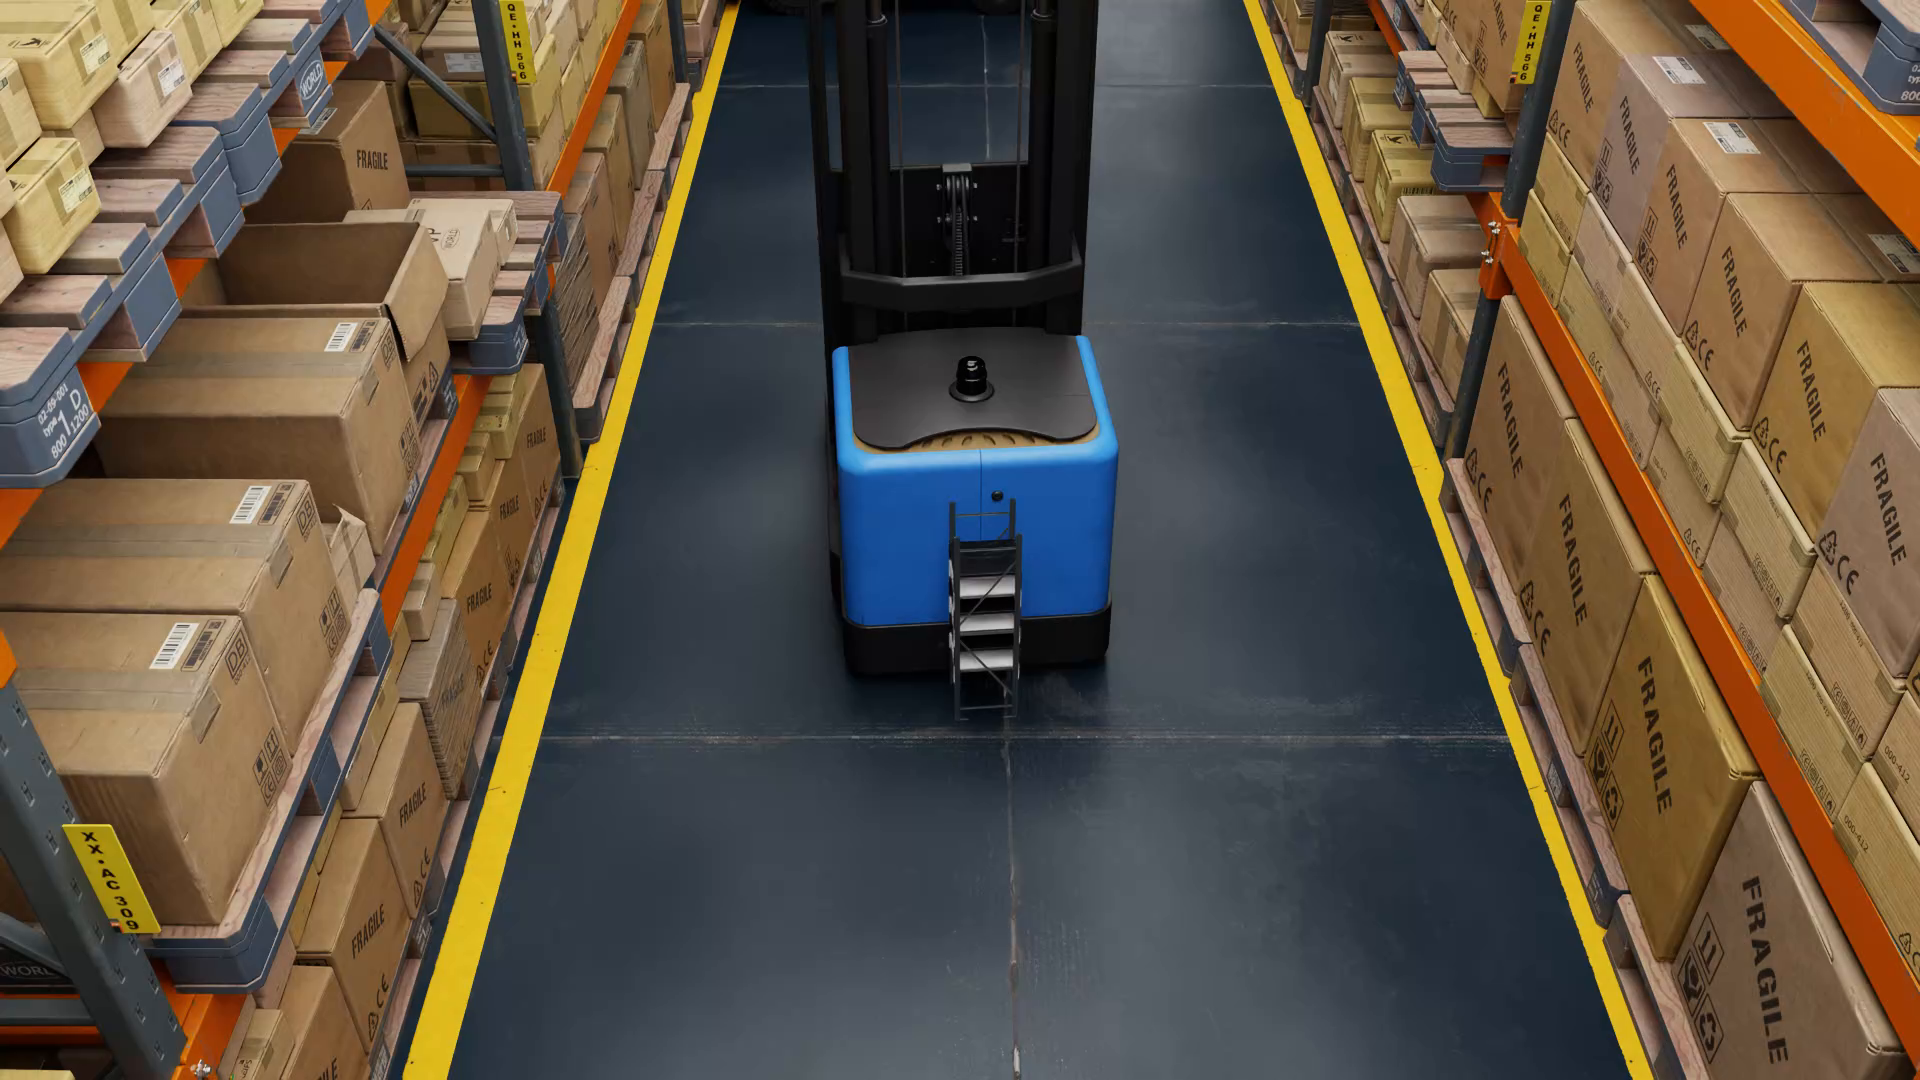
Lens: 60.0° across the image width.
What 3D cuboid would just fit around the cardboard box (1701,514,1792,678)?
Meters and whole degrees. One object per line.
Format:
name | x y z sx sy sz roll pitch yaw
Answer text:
cardboard box | 2.497 0.159 4.772 0.500 0.250 0.500 -1 39 -1

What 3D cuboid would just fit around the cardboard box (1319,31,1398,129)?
cardboard box | 2.725 -2.798 10.108 0.950 0.372 0.625 0 39 1

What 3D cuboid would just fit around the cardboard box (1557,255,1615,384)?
cardboard box | 2.493 -0.800 5.970 0.500 0.250 0.500 -1 39 -1

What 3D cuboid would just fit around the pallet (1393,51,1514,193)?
pallet | 2.619 -1.857 7.322 1.213 0.211 1.003 0 39 0

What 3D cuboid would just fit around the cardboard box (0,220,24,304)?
cardboard box | -1.836 -0.441 2.789 0.380 0.149 0.250 1 39 1

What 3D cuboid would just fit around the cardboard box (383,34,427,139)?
cardboard box | -2.516 -1.897 6.939 0.500 0.250 0.500 1 39 1

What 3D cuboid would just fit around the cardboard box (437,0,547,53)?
cardboard box | -1.945 -2.139 6.922 0.380 0.149 0.250 1 39 1

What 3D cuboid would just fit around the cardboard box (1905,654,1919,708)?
cardboard box | 2.479 0.307 3.589 0.500 0.500 0.500 1 39 1

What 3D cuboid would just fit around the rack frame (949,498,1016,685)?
rack frame | 0.082 0.209 6.270 0.240 0.900 0.006 -3 39 -4

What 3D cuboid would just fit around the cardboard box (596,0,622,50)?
cardboard box | -1.996 -2.660 8.291 0.500 0.250 0.500 1 39 1

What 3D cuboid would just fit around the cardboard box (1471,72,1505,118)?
cardboard box | 2.418 -1.924 7.118 0.380 0.149 0.250 1 39 1

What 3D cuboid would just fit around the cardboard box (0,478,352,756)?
cardboard box | -2.010 0.192 4.196 0.700 0.500 0.500 0 39 0

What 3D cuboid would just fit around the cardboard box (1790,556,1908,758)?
cardboard box | 2.479 0.291 4.209 0.500 0.250 0.500 1 39 1

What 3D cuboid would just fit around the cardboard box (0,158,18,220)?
cardboard box | -1.795 -0.557 2.696 0.380 0.149 0.250 1 39 1

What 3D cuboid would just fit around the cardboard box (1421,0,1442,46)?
cardboard box | 2.366 -2.412 7.726 0.380 0.149 0.250 1 39 1

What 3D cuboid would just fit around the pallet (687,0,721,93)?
pallet | -2.201 -3.391 11.312 1.003 0.211 1.213 0 39 0

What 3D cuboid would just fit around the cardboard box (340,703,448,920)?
cardboard box | -2.015 0.885 5.410 0.500 0.500 0.500 -1 39 -1

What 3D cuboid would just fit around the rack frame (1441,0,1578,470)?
rack frame | 2.726 -1.486 6.706 1.000 3.000 0.127 0 39 0

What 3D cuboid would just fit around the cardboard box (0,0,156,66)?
cardboard box | -1.851 -1.044 3.302 0.380 0.149 0.250 -1 39 -1

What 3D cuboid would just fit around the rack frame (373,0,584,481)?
rack frame | -2.238 -1.480 6.698 1.000 3.000 0.127 0 39 0

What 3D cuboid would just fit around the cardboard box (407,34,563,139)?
cardboard box | -1.969 -1.895 6.936 0.500 0.250 0.500 0 39 0

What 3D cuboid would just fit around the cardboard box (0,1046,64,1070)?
cardboard box | -2.522 1.350 4.312 0.380 0.149 0.250 -1 39 -2

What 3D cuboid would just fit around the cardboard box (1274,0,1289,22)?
cardboard box | 2.441 -3.781 11.432 0.500 0.250 0.500 -1 39 -1

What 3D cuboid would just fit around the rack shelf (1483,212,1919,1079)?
rack shelf | 2.728 0.045 5.370 1.077 0.370 4.000 0 39 0

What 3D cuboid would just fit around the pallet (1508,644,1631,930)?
pallet | 2.650 0.856 6.013 1.003 0.211 1.213 0 39 0

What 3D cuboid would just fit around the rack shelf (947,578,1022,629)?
rack shelf | 0.090 0.228 6.155 0.258 0.077 0.200 -3 39 -4

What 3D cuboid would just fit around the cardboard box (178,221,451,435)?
cardboard box | -2.051 -0.664 5.261 0.797 0.503 0.637 -1 39 -1

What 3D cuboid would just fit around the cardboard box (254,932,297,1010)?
cardboard box | -2.045 1.182 4.521 0.380 0.149 0.250 -1 39 -1

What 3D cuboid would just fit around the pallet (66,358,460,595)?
pallet | -2.231 -0.189 5.241 1.003 0.211 1.213 0 39 0

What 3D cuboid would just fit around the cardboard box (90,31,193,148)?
cardboard box | -1.814 -0.920 3.386 0.380 0.149 0.250 0 39 1

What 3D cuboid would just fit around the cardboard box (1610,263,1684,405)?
cardboard box | 2.467 -0.671 5.409 0.500 0.250 0.500 0 39 0

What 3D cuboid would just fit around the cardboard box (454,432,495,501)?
cardboard box | -1.996 -0.278 6.342 0.380 0.149 0.250 -1 39 -2

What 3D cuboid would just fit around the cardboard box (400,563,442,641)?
cardboard box | -2.010 0.216 5.726 0.380 0.149 0.250 -2 39 -2

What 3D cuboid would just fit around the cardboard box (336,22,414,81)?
cardboard box | -2.440 -1.976 6.718 0.380 0.149 0.250 1 39 1

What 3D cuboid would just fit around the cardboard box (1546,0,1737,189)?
cardboard box | 2.482 -1.607 5.977 0.500 0.500 0.500 -1 39 -2

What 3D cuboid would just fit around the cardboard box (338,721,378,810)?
cardboard box | -2.033 0.694 5.130 0.380 0.149 0.250 0 39 0

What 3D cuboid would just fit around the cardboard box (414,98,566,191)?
cardboard box | -1.994 -1.699 7.092 0.500 0.250 0.500 0 39 0

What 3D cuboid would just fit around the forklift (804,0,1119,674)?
forklift | -0.054 -1.531 6.817 1.130 2.935 3.031 -3 39 -4

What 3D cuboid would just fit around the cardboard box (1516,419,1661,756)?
cardboard box | 2.641 0.169 6.004 0.875 0.875 0.875 0 39 1

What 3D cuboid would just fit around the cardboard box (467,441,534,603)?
cardboard box | -2.032 -0.091 6.629 0.500 0.500 0.500 -1 39 -1

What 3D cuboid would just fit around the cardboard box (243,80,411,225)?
cardboard box | -2.393 -1.361 6.134 0.500 0.500 0.500 2 39 2

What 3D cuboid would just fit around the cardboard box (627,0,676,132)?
cardboard box | -2.230 -2.893 10.024 0.875 0.625 0.625 2 39 2

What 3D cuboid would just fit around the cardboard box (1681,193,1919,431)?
cardboard box | 2.475 -0.657 4.792 0.500 0.500 0.500 1 39 1

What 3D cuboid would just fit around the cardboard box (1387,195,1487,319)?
cardboard box | 2.727 -1.439 8.413 0.950 0.372 0.625 -1 39 -1

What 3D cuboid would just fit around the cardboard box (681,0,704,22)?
cardboard box | -1.934 -3.570 10.770 0.500 0.250 0.500 0 39 0

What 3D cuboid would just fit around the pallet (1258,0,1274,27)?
pallet | 2.681 -4.084 12.178 1.003 0.211 1.213 0 39 0

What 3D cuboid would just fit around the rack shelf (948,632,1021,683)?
rack shelf | 0.090 0.439 6.324 0.258 0.077 0.200 -3 39 -4

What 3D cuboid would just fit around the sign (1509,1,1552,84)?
sign | 2.184 -1.901 6.361 0.100 0.325 0.005 0 39 0

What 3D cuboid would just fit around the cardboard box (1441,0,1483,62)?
cardboard box | 2.436 -2.412 7.208 0.500 0.500 0.500 -1 39 -1

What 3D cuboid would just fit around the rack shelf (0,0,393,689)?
rack shelf | -2.235 -1.119 4.425 1.077 0.370 4.000 0 39 0

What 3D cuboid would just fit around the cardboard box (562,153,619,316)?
cardboard box | -2.233 -1.516 8.306 0.875 0.625 0.625 1 39 1

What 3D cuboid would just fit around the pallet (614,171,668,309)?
pallet | -2.198 -1.668 9.163 1.003 0.211 1.213 0 39 0

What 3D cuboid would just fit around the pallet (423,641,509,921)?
pallet | -2.276 0.836 6.038 1.003 0.211 1.213 0 39 0

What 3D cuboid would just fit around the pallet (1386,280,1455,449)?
pallet | 2.727 -0.887 8.188 1.003 0.211 1.213 0 39 0

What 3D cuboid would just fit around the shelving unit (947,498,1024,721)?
shelving unit | 0.090 0.272 6.191 0.258 0.900 0.210 -3 39 -4
